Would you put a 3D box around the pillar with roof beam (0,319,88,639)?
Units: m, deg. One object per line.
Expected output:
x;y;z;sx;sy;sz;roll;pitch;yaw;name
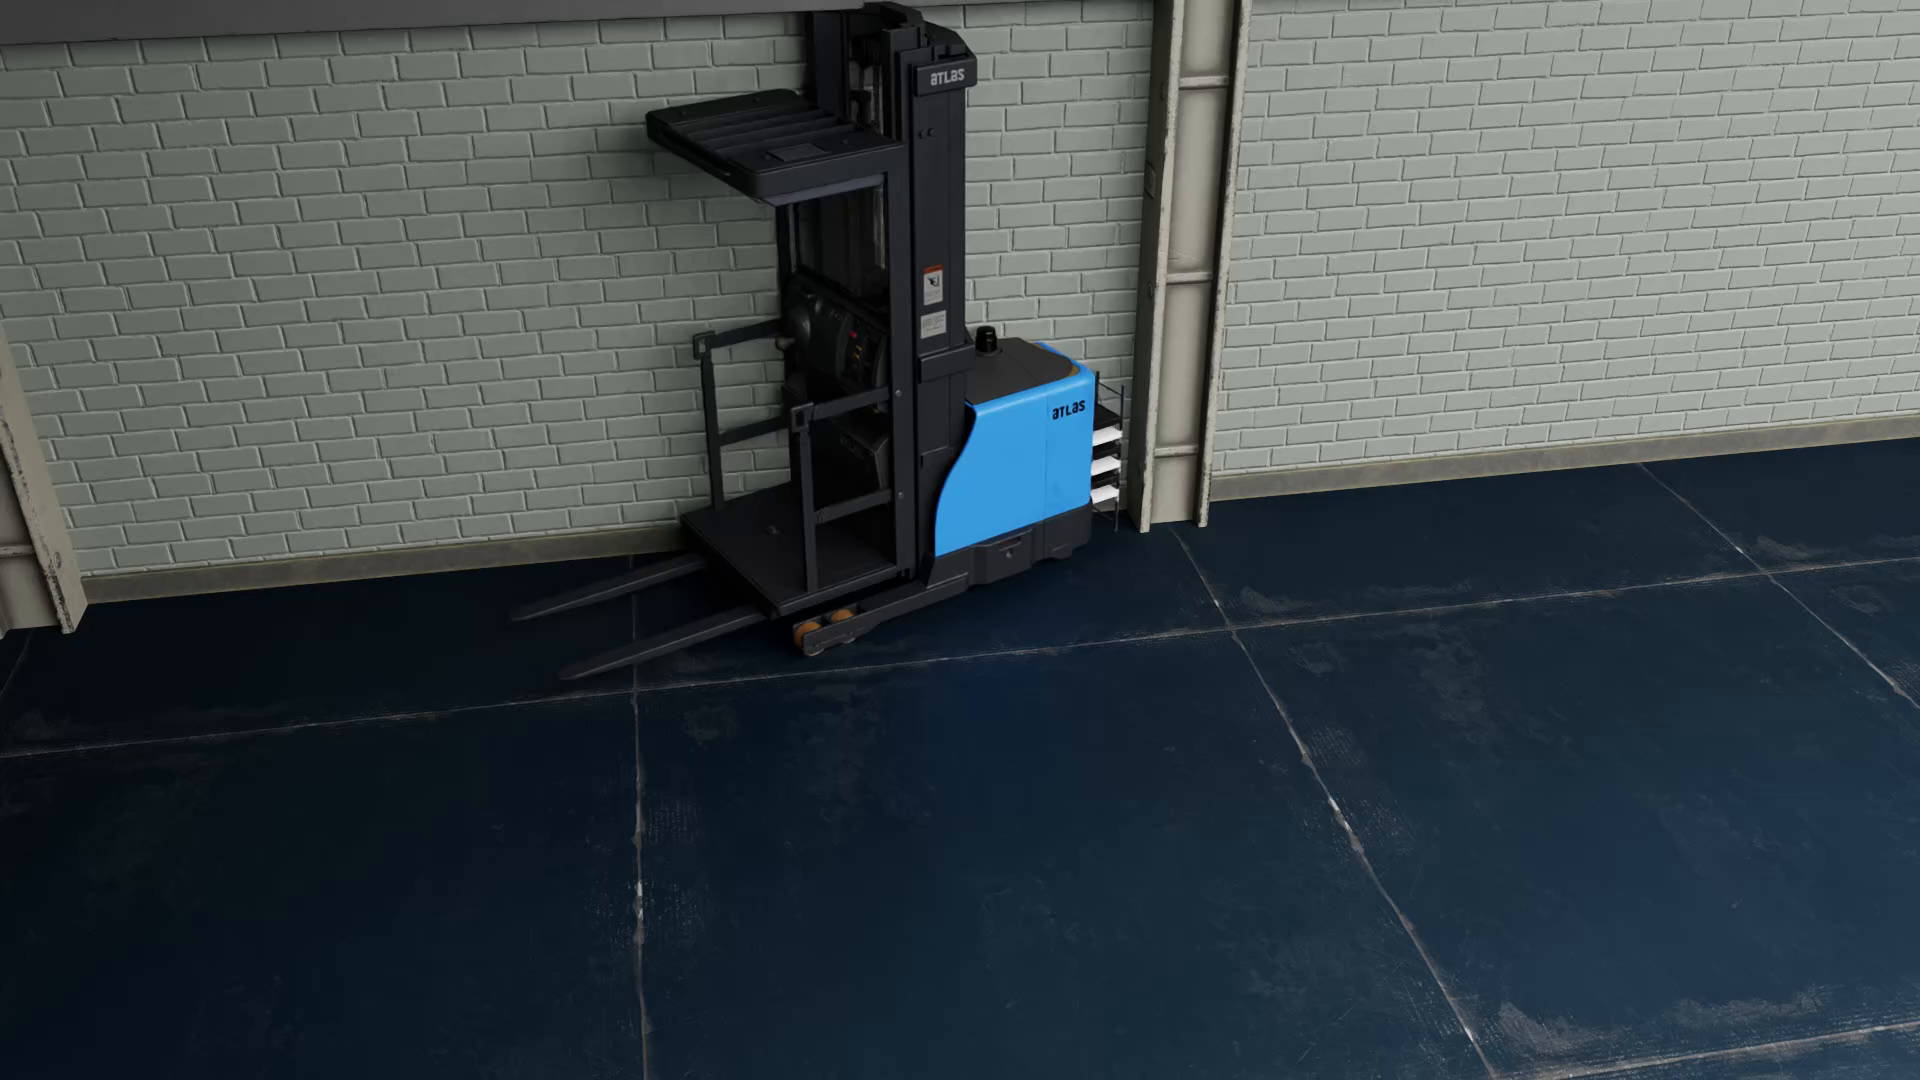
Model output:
-3.953;-1.321;2.619;0.400;9.000;9.100;-5;31;-9;pillar with roof beam

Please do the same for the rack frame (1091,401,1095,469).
0.642;-0.424;9.084;0.006;0.900;0.240;-19;35;-29;rack frame

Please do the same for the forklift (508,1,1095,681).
-0.786;-0.993;8.047;3.031;2.935;1.130;-19;35;-29;forklift

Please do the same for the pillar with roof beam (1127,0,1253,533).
1.949;-1.869;3.550;0.400;9.000;9.100;-5;31;-9;pillar with roof beam

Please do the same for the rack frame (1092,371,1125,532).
0.810;-0.482;9.182;0.006;0.900;0.240;-19;35;-29;rack frame

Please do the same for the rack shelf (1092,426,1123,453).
0.726;-0.580;9.059;0.200;0.077;0.258;-19;35;-29;rack shelf

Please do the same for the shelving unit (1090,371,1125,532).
0.726;-0.453;9.133;0.210;0.900;0.258;-19;35;-29;shelving unit

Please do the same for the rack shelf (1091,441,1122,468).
0.726;-0.502;9.104;0.200;0.077;0.258;-19;35;-29;rack shelf

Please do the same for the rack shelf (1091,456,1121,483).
0.726;-0.425;9.150;0.200;0.077;0.258;-19;35;-29;rack shelf

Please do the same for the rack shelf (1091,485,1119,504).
0.726;-0.269;9.241;0.200;0.077;0.258;-19;35;-29;rack shelf

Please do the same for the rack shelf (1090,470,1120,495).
0.726;-0.347;9.196;0.200;0.077;0.258;-19;35;-29;rack shelf

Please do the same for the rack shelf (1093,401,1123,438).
0.726;-0.657;9.013;0.200;0.077;0.258;-19;35;-29;rack shelf
